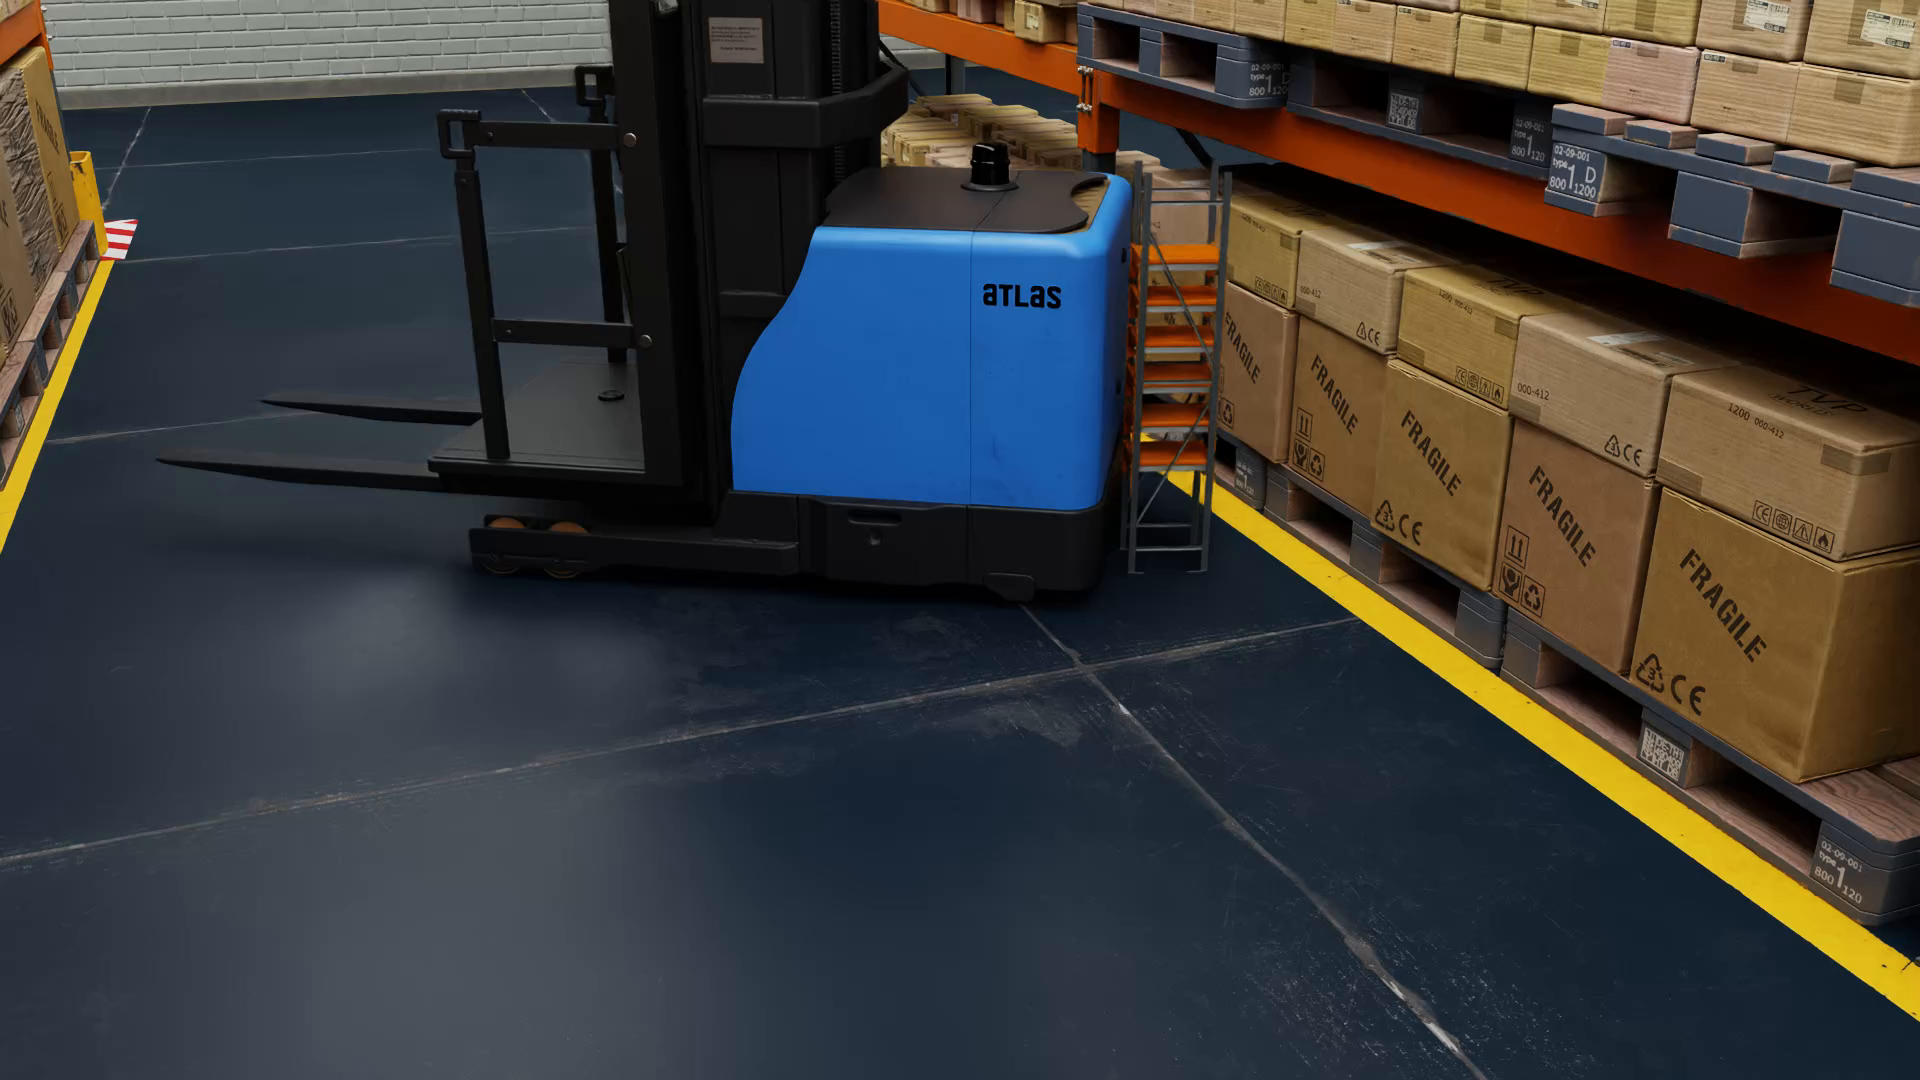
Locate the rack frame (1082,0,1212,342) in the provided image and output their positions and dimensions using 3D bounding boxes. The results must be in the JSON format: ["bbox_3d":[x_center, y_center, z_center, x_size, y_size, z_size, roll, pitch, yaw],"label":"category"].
[{"bbox_3d":[0.954,-2.047,6.244,1.000,3.000,0.127,-8,24,-19],"label":"rack frame"}]

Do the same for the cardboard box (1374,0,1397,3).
[{"bbox_3d":[1.217,-1.487,4.317,0.380,0.149,0.250,-9,24,-20],"label":"cardboard box"}]

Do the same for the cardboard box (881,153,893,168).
[{"bbox_3d":[-0.312,-1.999,8.879,0.380,0.149,0.250,-8,24,-17],"label":"cardboard box"}]

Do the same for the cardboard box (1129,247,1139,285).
[{"bbox_3d":[0.545,-1.135,6.827,0.380,0.149,0.250,-8,24,-18],"label":"cardboard box"}]

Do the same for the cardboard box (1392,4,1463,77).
[{"bbox_3d":[1.315,-1.254,4.146,0.380,0.149,0.250,-8,24,-17],"label":"cardboard box"}]

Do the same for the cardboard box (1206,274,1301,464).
[{"bbox_3d":[1.155,-0.592,5.469,0.500,0.500,0.500,-7,24,-17],"label":"cardboard box"}]

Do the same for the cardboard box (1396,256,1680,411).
[{"bbox_3d":[1.527,-0.562,4.434,0.500,0.250,0.500,-8,24,-18],"label":"cardboard box"}]

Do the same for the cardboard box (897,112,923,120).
[{"bbox_3d":[-0.413,-2.224,9.030,0.380,0.149,0.250,-8,24,-19],"label":"cardboard box"}]

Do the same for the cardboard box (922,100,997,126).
[{"bbox_3d":[0.000,-2.397,9.440,0.380,0.149,0.250,-8,24,-18],"label":"cardboard box"}]

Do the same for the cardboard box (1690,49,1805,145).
[{"bbox_3d":[1.677,-0.878,3.254,0.380,0.149,0.250,-8,24,-19],"label":"cardboard box"}]

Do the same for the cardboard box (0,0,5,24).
[{"bbox_3d":[-4.339,-2.286,7.134,0.380,0.149,0.250,-9,24,-20],"label":"cardboard box"}]

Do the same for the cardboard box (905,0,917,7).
[{"bbox_3d":[-0.052,-2.662,8.027,0.380,0.149,0.250,-7,24,-17],"label":"cardboard box"}]

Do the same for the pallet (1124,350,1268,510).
[{"bbox_3d":[1.230,-0.479,6.115,1.003,0.211,1.213,-8,24,-19],"label":"pallet"}]

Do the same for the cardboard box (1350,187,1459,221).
[{"bbox_3d":[1.623,-1.010,5.495,0.500,0.250,0.500,-7,24,-16],"label":"cardboard box"}]

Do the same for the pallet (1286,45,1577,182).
[{"bbox_3d":[1.630,-1.219,4.526,1.003,0.211,1.213,-8,24,-19],"label":"pallet"}]

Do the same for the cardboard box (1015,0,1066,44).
[{"bbox_3d":[0.441,-2.081,6.650,0.380,0.149,0.250,-9,24,-20],"label":"cardboard box"}]

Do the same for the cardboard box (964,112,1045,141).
[{"bbox_3d":[0.243,-2.218,9.014,0.380,0.149,0.250,-9,25,-21],"label":"cardboard box"}]

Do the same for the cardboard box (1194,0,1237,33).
[{"bbox_3d":[0.939,-1.636,5.052,0.380,0.149,0.250,-8,24,-18],"label":"cardboard box"}]

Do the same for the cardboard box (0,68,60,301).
[{"bbox_3d":[-4.512,-1.519,7.186,0.875,0.875,0.875,-8,24,-19],"label":"cardboard box"}]

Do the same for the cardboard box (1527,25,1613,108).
[{"bbox_3d":[1.501,-1.062,3.691,0.380,0.149,0.250,-9,24,-20],"label":"cardboard box"}]

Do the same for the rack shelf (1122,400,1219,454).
[{"bbox_3d":[0.620,-0.335,4.924,0.258,0.103,0.180,-1,23,-2],"label":"rack shelf"}]

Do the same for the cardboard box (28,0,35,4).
[{"bbox_3d":[-4.701,-2.656,8.014,0.380,0.149,0.250,-8,24,-18],"label":"cardboard box"}]

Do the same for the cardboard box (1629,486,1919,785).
[{"bbox_3d":[1.890,0.162,3.682,0.500,0.500,0.500,-8,24,-19],"label":"cardboard box"}]

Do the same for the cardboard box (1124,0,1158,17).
[{"bbox_3d":[0.766,-1.818,5.485,0.380,0.149,0.250,-8,24,-18],"label":"cardboard box"}]

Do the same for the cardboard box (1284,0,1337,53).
[{"bbox_3d":[1.129,-1.445,4.598,0.380,0.149,0.250,-9,24,-20],"label":"cardboard box"}]

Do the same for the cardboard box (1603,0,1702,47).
[{"bbox_3d":[1.575,-1.117,3.439,0.380,0.149,0.250,-8,24,-18],"label":"cardboard box"}]

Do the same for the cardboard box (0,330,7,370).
[{"bbox_3d":[-3.880,-0.868,5.643,0.875,0.875,0.875,-8,24,-19],"label":"cardboard box"}]

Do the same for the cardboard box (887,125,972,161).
[{"bbox_3d":[-0.158,-2.044,8.601,0.380,0.149,0.250,-7,24,-17],"label":"cardboard box"}]

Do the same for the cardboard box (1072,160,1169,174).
[{"bbox_3d":[0.735,-1.639,7.641,0.380,0.149,0.250,-9,24,-20],"label":"cardboard box"}]

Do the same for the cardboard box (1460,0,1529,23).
[{"bbox_3d":[1.402,-1.299,3.870,0.380,0.149,0.250,-9,24,-19],"label":"cardboard box"}]

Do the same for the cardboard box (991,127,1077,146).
[{"bbox_3d":[0.379,-2.017,8.538,0.380,0.149,0.250,-9,25,-21],"label":"cardboard box"}]

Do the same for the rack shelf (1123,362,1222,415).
[{"bbox_3d":[0.620,-0.446,4.877,0.258,0.103,0.180,-1,23,-2],"label":"rack shelf"}]

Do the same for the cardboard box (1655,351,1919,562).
[{"bbox_3d":[1.880,-0.193,3.559,0.500,0.250,0.500,-9,24,-20],"label":"cardboard box"}]

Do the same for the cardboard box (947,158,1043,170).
[{"bbox_3d":[0.162,-1.662,7.695,0.380,0.149,0.250,-10,25,-22],"label":"cardboard box"}]

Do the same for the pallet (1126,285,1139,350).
[{"bbox_3d":[0.684,-1.001,7.353,1.003,0.211,1.213,-8,24,-19],"label":"pallet"}]

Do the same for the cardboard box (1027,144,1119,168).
[{"bbox_3d":[0.548,-1.831,8.095,0.380,0.149,0.250,-9,25,-21],"label":"cardboard box"}]

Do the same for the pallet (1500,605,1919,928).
[{"bbox_3d":[2.092,0.407,4.012,1.003,0.211,1.213,-8,24,-19],"label":"pallet"}]

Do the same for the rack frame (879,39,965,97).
[{"bbox_3d":[-0.459,-3.500,9.693,1.000,3.000,0.127,-8,24,-19],"label":"rack frame"}]

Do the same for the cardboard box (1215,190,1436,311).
[{"bbox_3d":[1.158,-0.936,5.321,0.500,0.250,0.500,-8,24,-18],"label":"cardboard box"}]

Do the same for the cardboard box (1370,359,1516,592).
[{"bbox_3d":[1.508,-0.217,4.582,0.500,0.500,0.500,-9,25,-21],"label":"cardboard box"}]

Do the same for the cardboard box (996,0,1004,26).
[{"bbox_3d":[0.376,-2.290,7.144,0.380,0.149,0.250,-9,24,-20],"label":"cardboard box"}]

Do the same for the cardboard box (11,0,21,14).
[{"bbox_3d":[-4.520,-2.470,7.573,0.380,0.149,0.250,-8,24,-19],"label":"cardboard box"}]

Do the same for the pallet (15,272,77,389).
[{"bbox_3d":[-4.352,-0.849,6.993,1.003,0.211,1.213,-8,24,-19],"label":"pallet"}]

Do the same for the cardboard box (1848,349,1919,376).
[{"bbox_3d":[2.350,-0.264,3.728,0.500,0.250,0.500,-9,25,-21],"label":"cardboard box"}]

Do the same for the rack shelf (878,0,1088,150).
[{"bbox_3d":[0.248,-2.442,8.108,1.077,0.370,4.000,-8,24,-19],"label":"rack shelf"}]

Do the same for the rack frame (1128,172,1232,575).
[{"bbox_3d":[0.625,-0.451,4.776,0.240,1.200,0.006,-1,23,-2],"label":"rack frame"}]

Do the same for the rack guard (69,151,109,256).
[{"bbox_3d":[-5.143,-1.713,8.671,1.175,0.500,0.348,-8,24,-19],"label":"rack guard"}]

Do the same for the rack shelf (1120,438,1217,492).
[{"bbox_3d":[0.620,-0.225,4.970,0.258,0.103,0.180,-1,23,-2],"label":"rack shelf"}]

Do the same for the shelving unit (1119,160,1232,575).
[{"bbox_3d":[0.620,-0.487,4.860,0.258,1.200,0.189,-1,23,-2],"label":"shelving unit"}]

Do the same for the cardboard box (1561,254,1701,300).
[{"bbox_3d":[2.008,-0.630,4.595,0.500,0.250,0.500,-8,24,-19],"label":"cardboard box"}]

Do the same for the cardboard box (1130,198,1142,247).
[{"bbox_3d":[0.585,-1.294,6.823,0.380,0.149,0.250,-8,24,-17],"label":"cardboard box"}]

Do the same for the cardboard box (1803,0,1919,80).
[{"bbox_3d":[1.767,-0.925,2.983,0.380,0.149,0.250,-8,24,-18],"label":"cardboard box"}]

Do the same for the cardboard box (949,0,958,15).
[{"bbox_3d":[0.171,-2.478,7.591,0.380,0.149,0.250,-9,24,-20],"label":"cardboard box"}]

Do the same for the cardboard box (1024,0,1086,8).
[{"bbox_3d":[0.519,-2.367,6.492,0.500,0.500,0.500,-8,24,-19],"label":"cardboard box"}]

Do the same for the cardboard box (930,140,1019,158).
[{"bbox_3d":[0.070,-1.864,8.173,0.380,0.149,0.250,-8,24,-19],"label":"cardboard box"}]

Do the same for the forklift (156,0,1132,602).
[{"bbox_3d":[-1.013,-1.432,4.874,3.031,2.935,1.130,4,23,9],"label":"forklift"}]
